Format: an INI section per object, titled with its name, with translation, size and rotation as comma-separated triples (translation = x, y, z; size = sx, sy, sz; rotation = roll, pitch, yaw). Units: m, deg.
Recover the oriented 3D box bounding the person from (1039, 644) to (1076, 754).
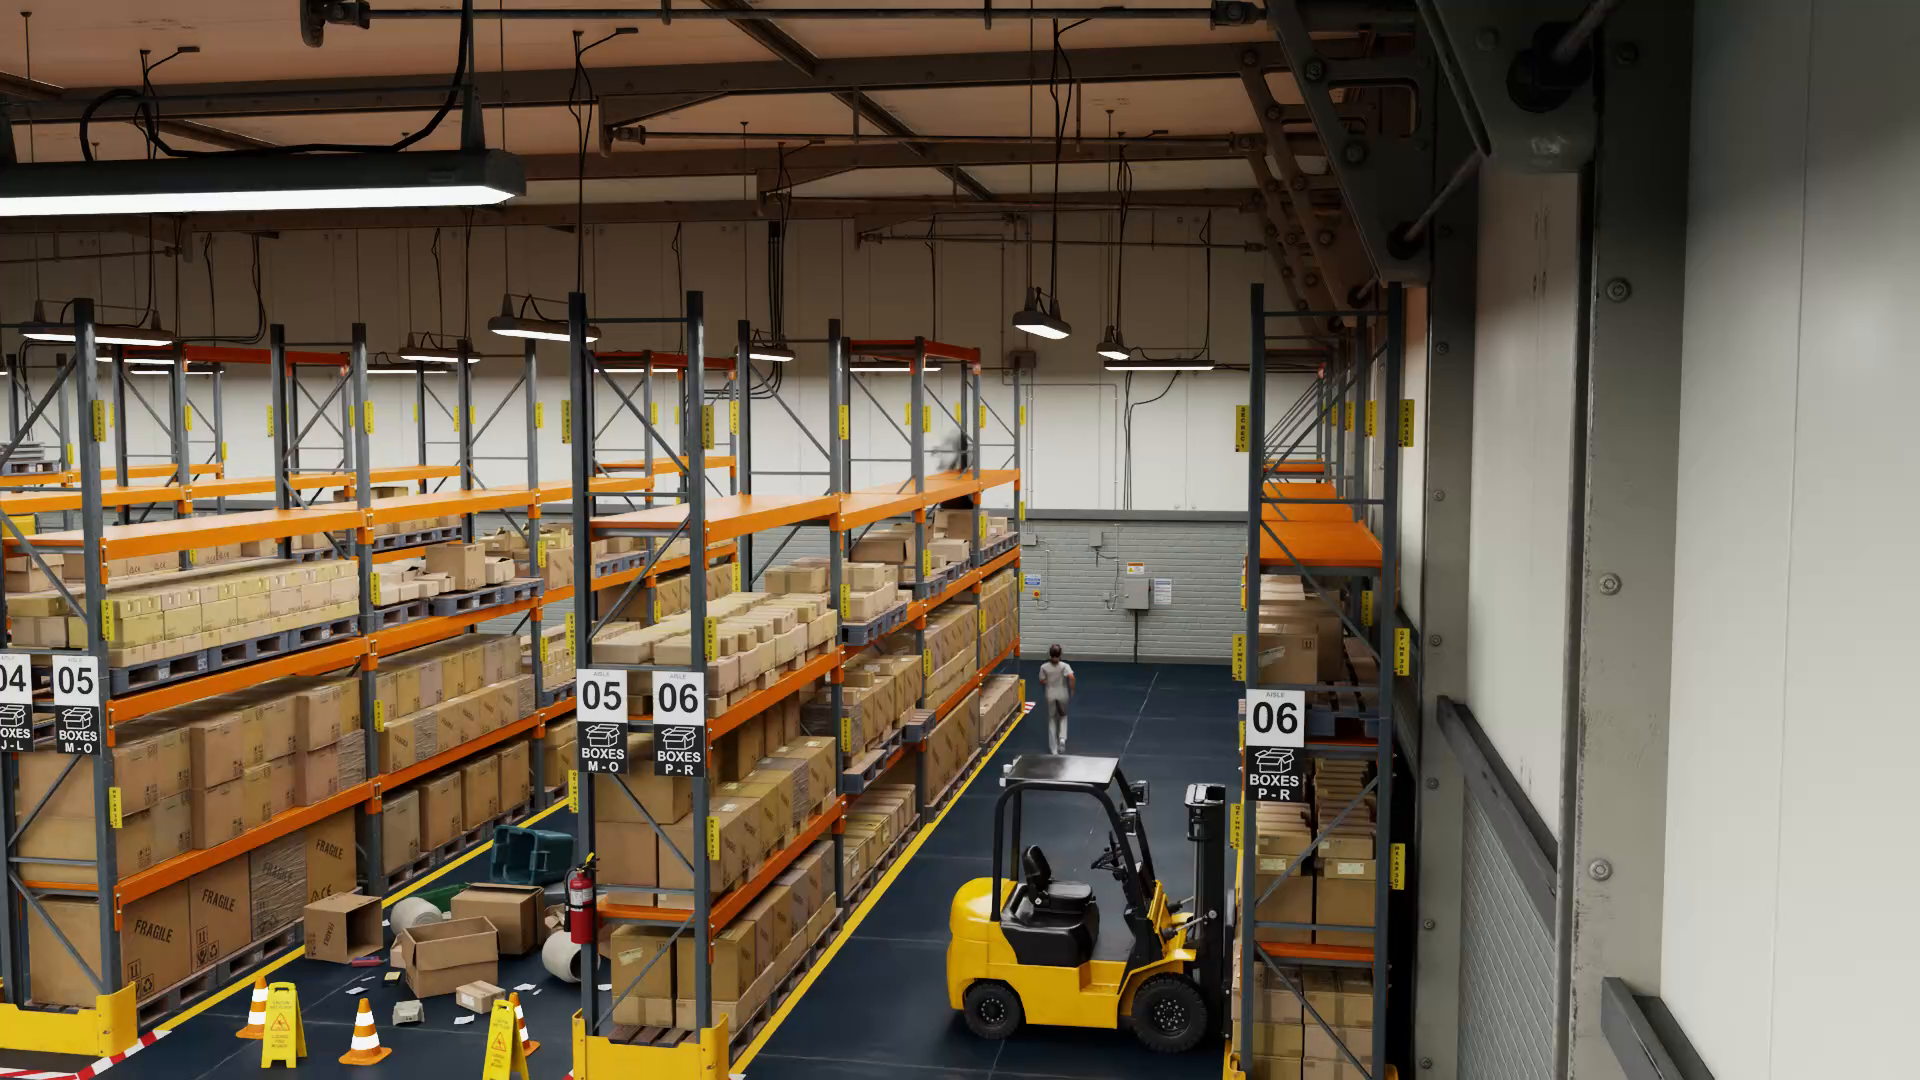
[person]
translation = 1.436, 2.364, 24.555
size = 0.537, 1.639, 0.670
rotation = 0, 5, 4
